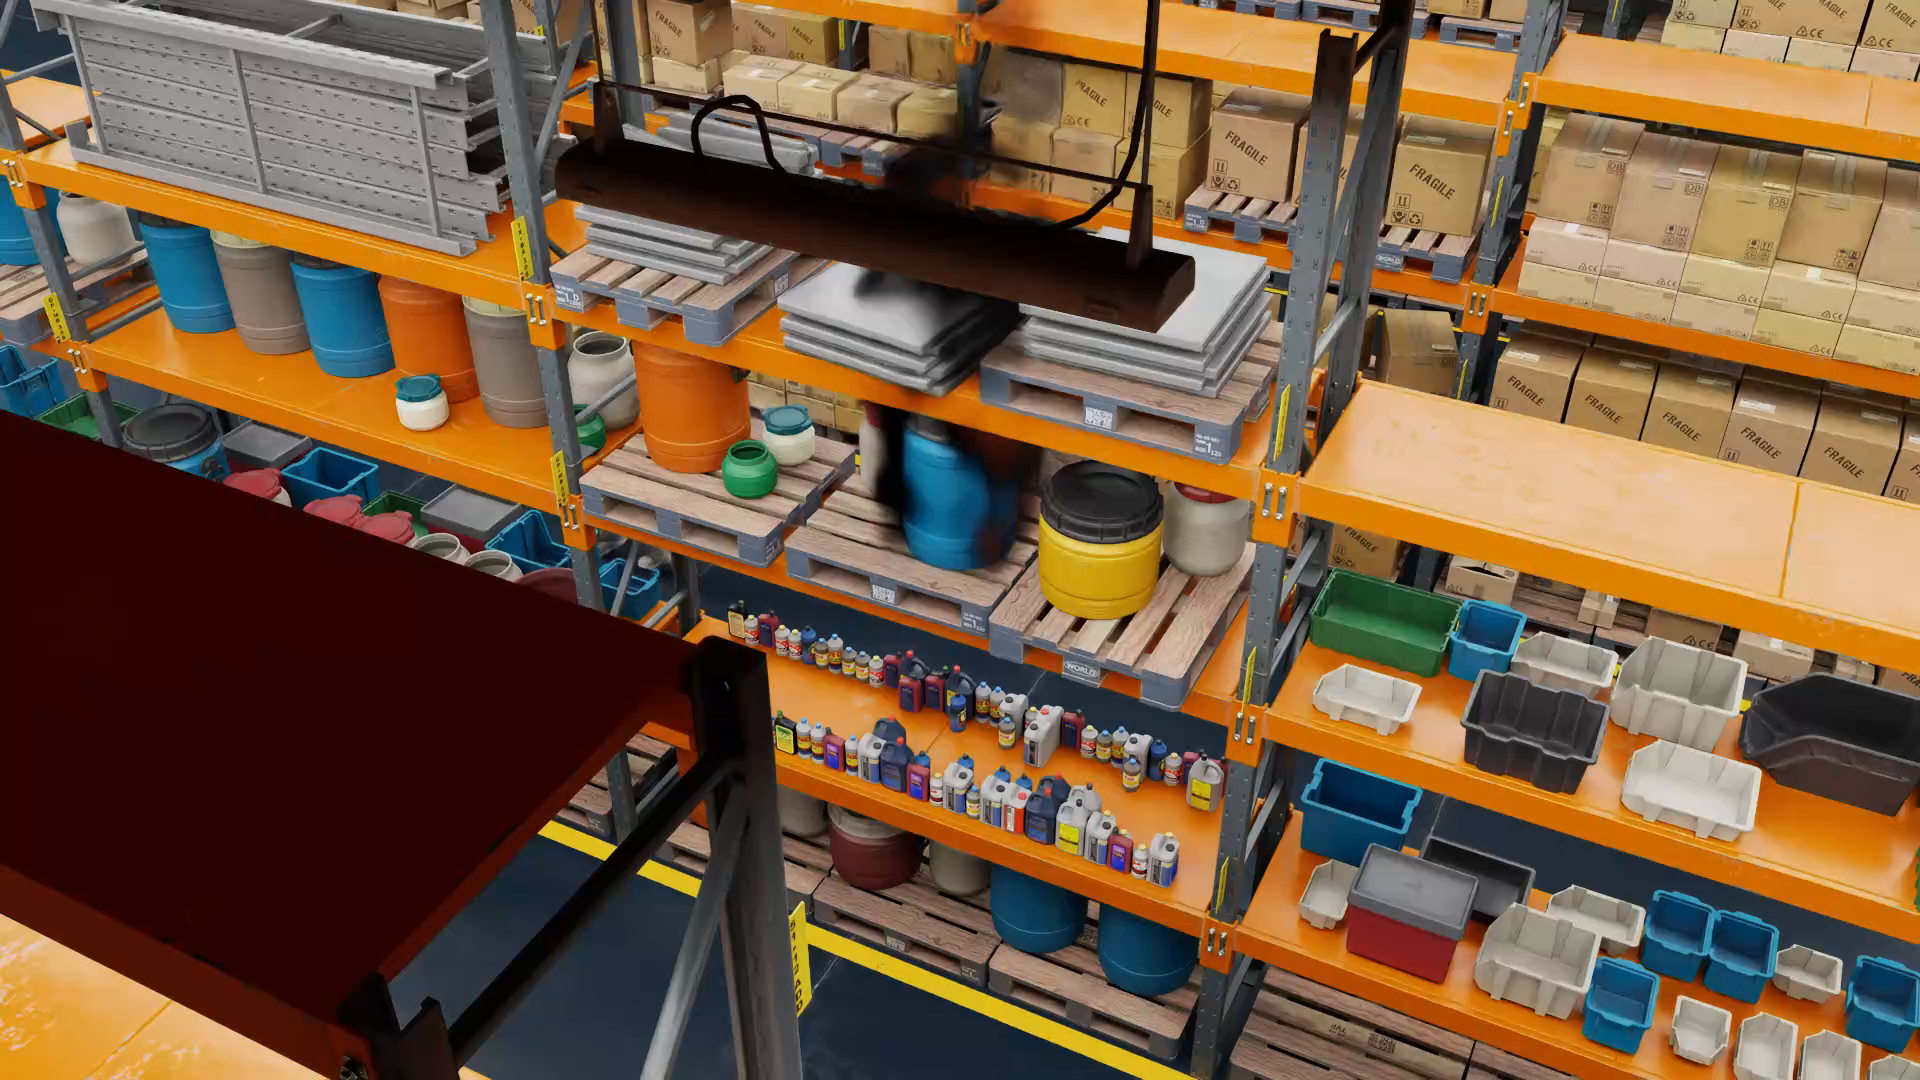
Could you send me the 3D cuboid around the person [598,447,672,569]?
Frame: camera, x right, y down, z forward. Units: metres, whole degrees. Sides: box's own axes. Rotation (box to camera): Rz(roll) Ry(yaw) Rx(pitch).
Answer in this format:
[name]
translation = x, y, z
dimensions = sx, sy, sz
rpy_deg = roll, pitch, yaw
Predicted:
[person]
translation = -2.702, -0.497, 13.121
dimensions = 0.937, 1.746, 0.666
rpy_deg = 9, 36, 12
